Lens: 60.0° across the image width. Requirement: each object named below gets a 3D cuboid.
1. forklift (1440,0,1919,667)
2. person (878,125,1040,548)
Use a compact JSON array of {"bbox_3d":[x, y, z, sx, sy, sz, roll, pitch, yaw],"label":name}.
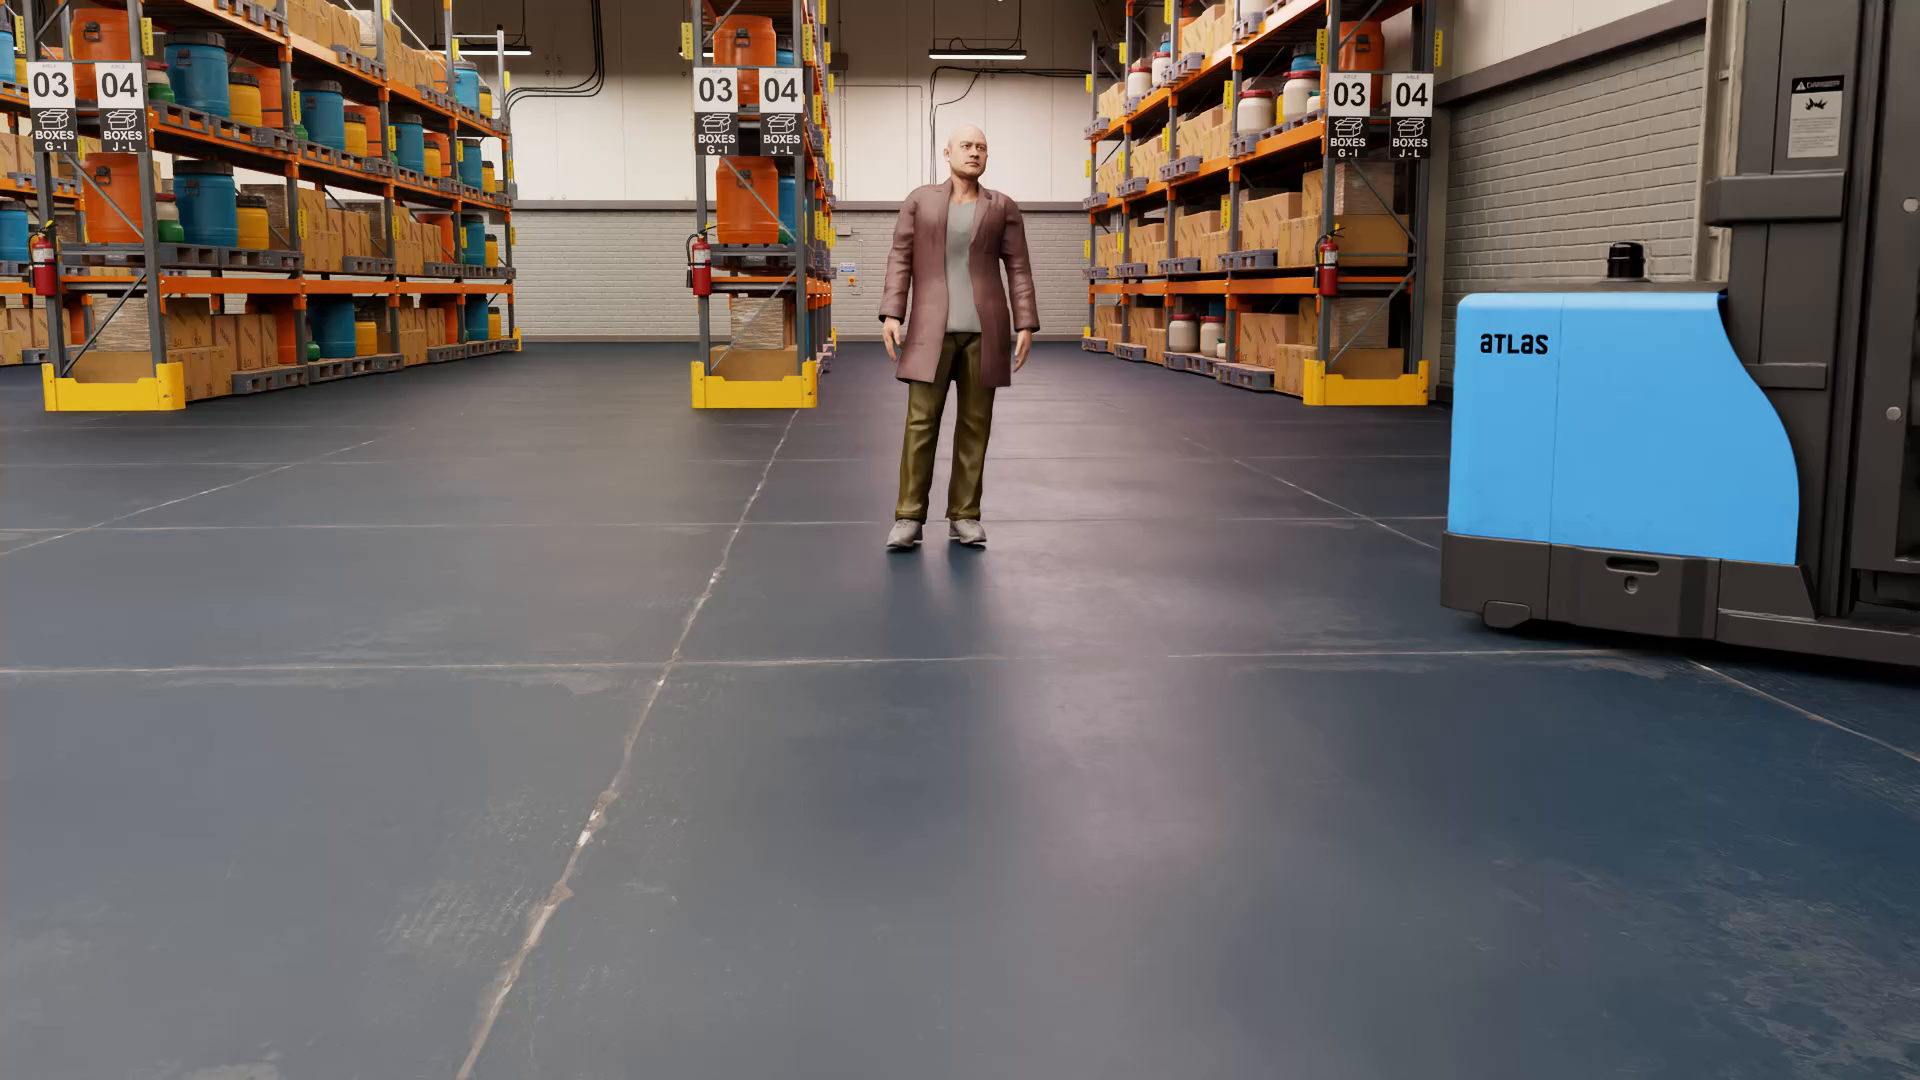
[{"bbox_3d":[3.031,-1.087,4.652,3.031,2.935,1.130,7,11,38],"label":"forklift"},{"bbox_3d":[0.002,-0.874,7.087,0.698,1.778,0.579,-1,8,-4],"label":"person"}]
